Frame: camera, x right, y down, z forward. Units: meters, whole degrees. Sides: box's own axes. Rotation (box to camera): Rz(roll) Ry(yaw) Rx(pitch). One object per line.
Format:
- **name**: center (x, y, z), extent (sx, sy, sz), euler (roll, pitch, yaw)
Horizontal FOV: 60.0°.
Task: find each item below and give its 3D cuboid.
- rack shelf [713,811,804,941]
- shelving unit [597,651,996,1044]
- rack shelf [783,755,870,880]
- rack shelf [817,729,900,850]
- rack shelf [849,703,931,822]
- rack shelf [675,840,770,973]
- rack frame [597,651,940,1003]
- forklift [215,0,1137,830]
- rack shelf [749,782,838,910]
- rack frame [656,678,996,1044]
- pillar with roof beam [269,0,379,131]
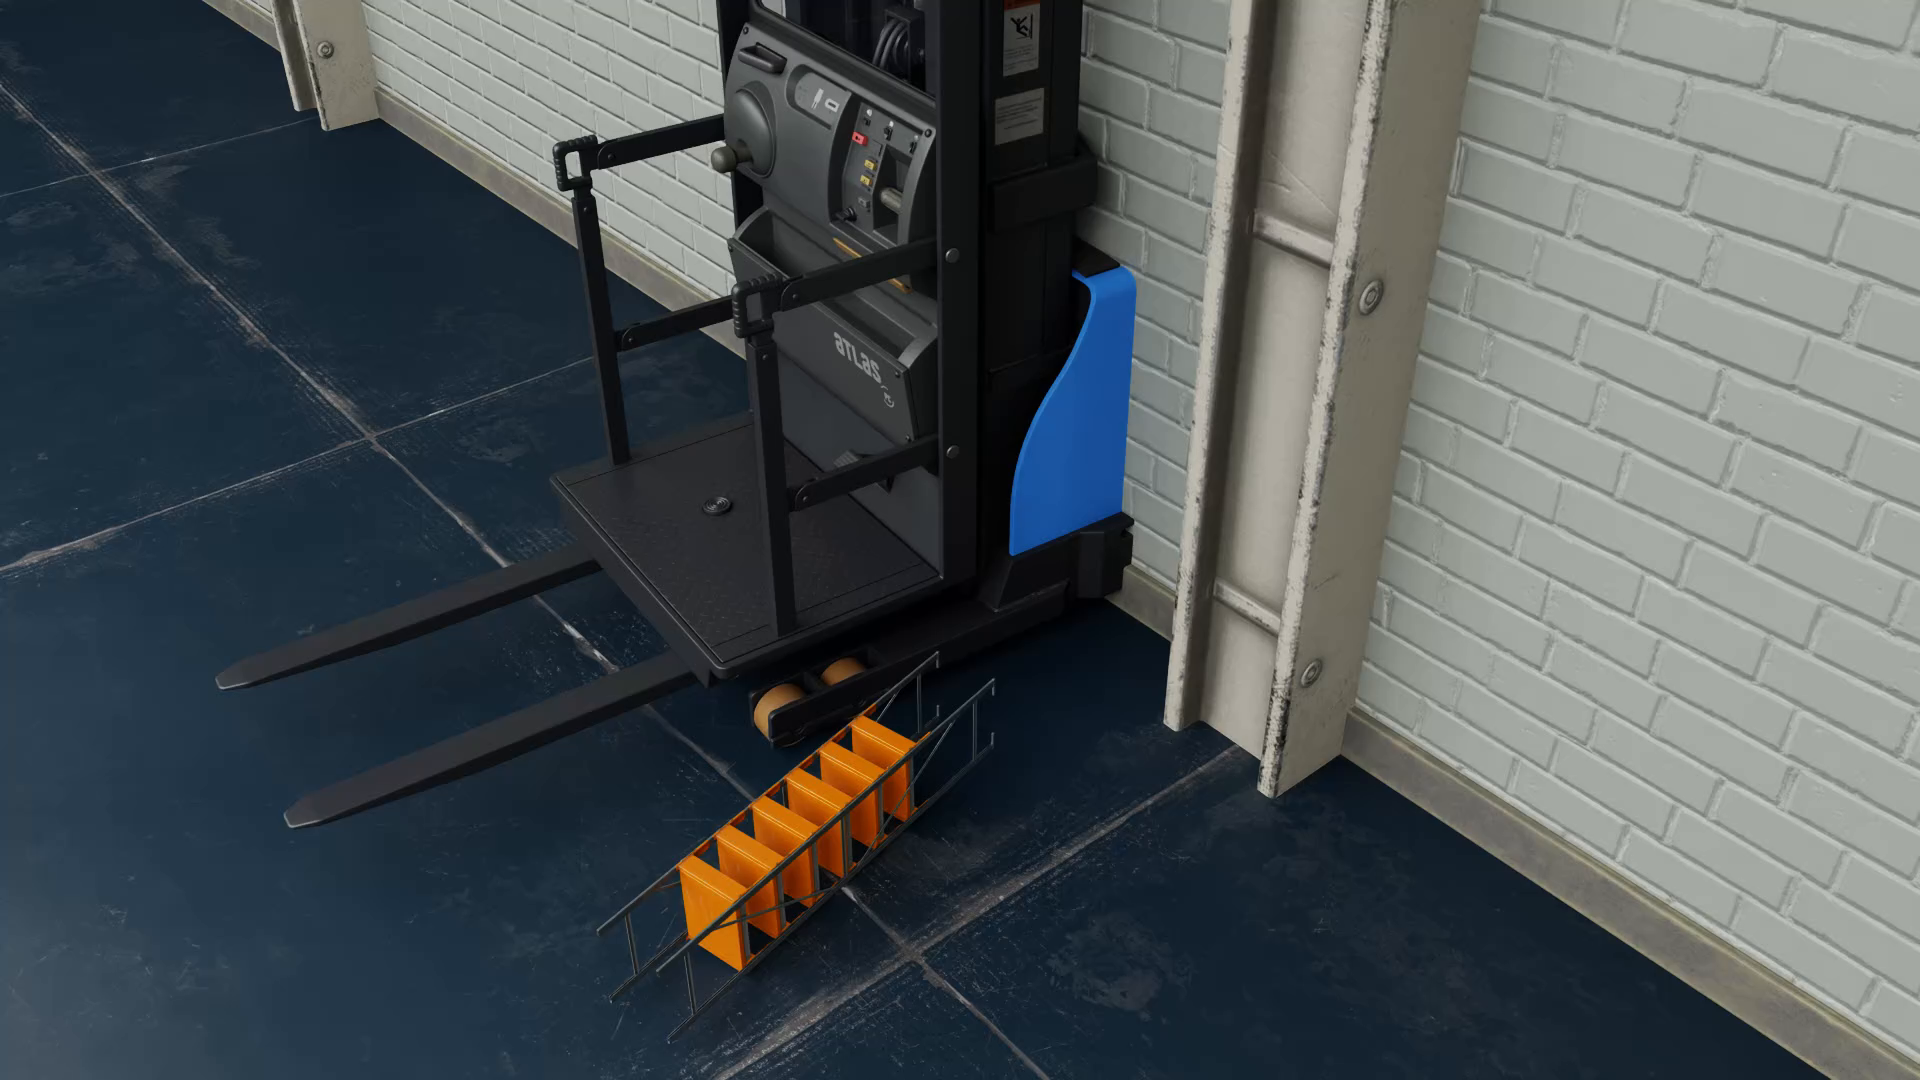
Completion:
- **rack shelf**: center (-0.466, 0.788, 3.883), extent (0.180, 0.258, 0.103), euler (24, 42, 30)
- **shelving unit**: center (-0.347, 0.698, 4.010), extent (0.189, 0.258, 1.200), euler (24, 42, 30)
- **rack shelf**: center (-0.320, 0.678, 4.039), extent (0.180, 0.258, 0.103), euler (24, 42, 30)
- **rack shelf**: center (-0.248, 0.622, 4.116), extent (0.180, 0.258, 0.103), euler (24, 42, 30)
- **rack shelf**: center (-0.175, 0.567, 4.194), extent (0.180, 0.258, 0.103), euler (24, 42, 30)
- **rack shelf**: center (-0.539, 0.843, 3.805), extent (0.180, 0.258, 0.103), euler (24, 42, 30)
- **rack frame**: center (-0.420, 0.666, 4.055), extent (0.006, 0.240, 1.200), euler (24, 42, 30)
- **forklift**: center (-0.517, -0.991, 4.113), extent (3.031, 2.935, 1.130), euler (-22, 41, -28)
- **rack shelf**: center (-0.393, 0.733, 3.961), extent (0.180, 0.258, 0.103), euler (24, 42, 30)
- **rack frame**: center (-0.274, 0.730, 3.965), extent (0.006, 0.240, 1.200), euler (24, 42, 30)
- **pillar with roof beam**: center (-6.363, -4.189, 3.379), extent (9.100, 9.000, 0.400), euler (-26, 43, -32)
